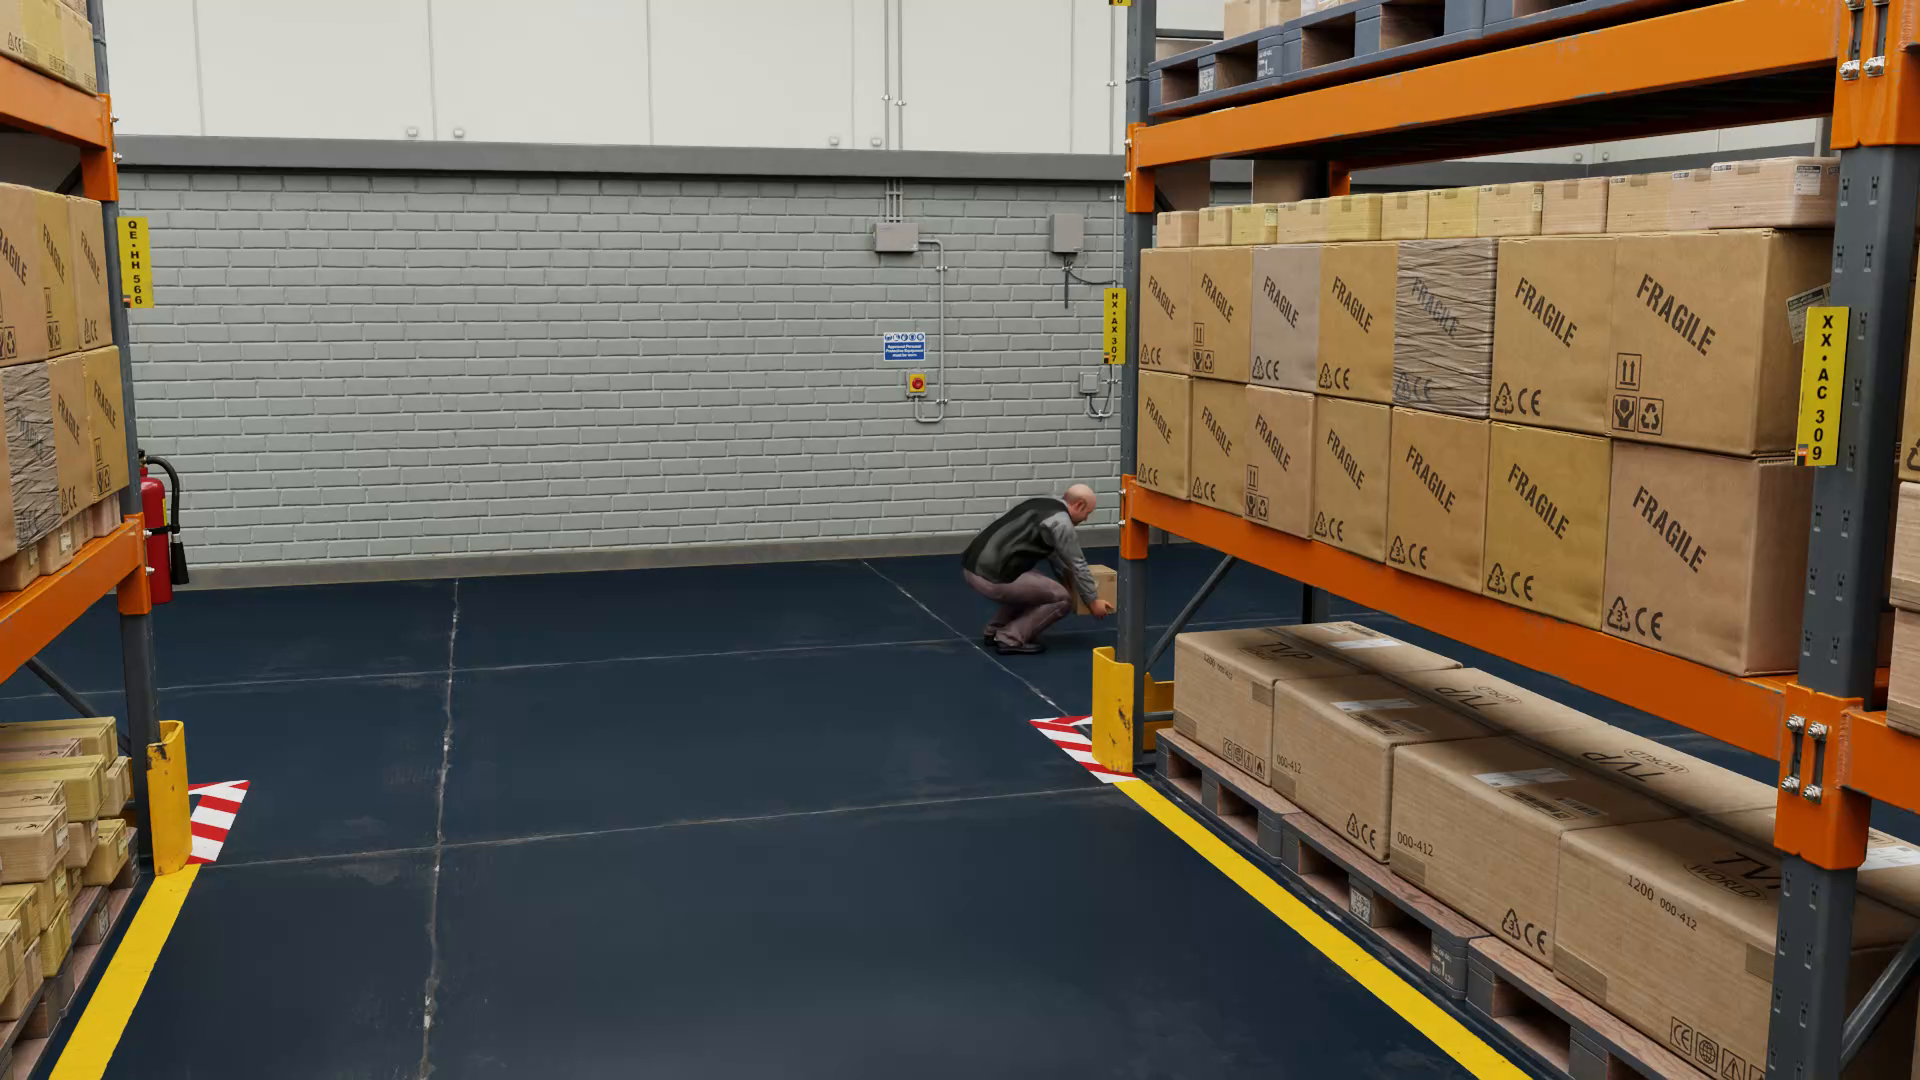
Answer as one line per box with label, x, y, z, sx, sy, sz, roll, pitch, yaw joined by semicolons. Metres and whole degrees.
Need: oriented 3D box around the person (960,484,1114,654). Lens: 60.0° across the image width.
person;0.449;0.163;9.854;0.889;0.966;0.517;-3;10;-17
